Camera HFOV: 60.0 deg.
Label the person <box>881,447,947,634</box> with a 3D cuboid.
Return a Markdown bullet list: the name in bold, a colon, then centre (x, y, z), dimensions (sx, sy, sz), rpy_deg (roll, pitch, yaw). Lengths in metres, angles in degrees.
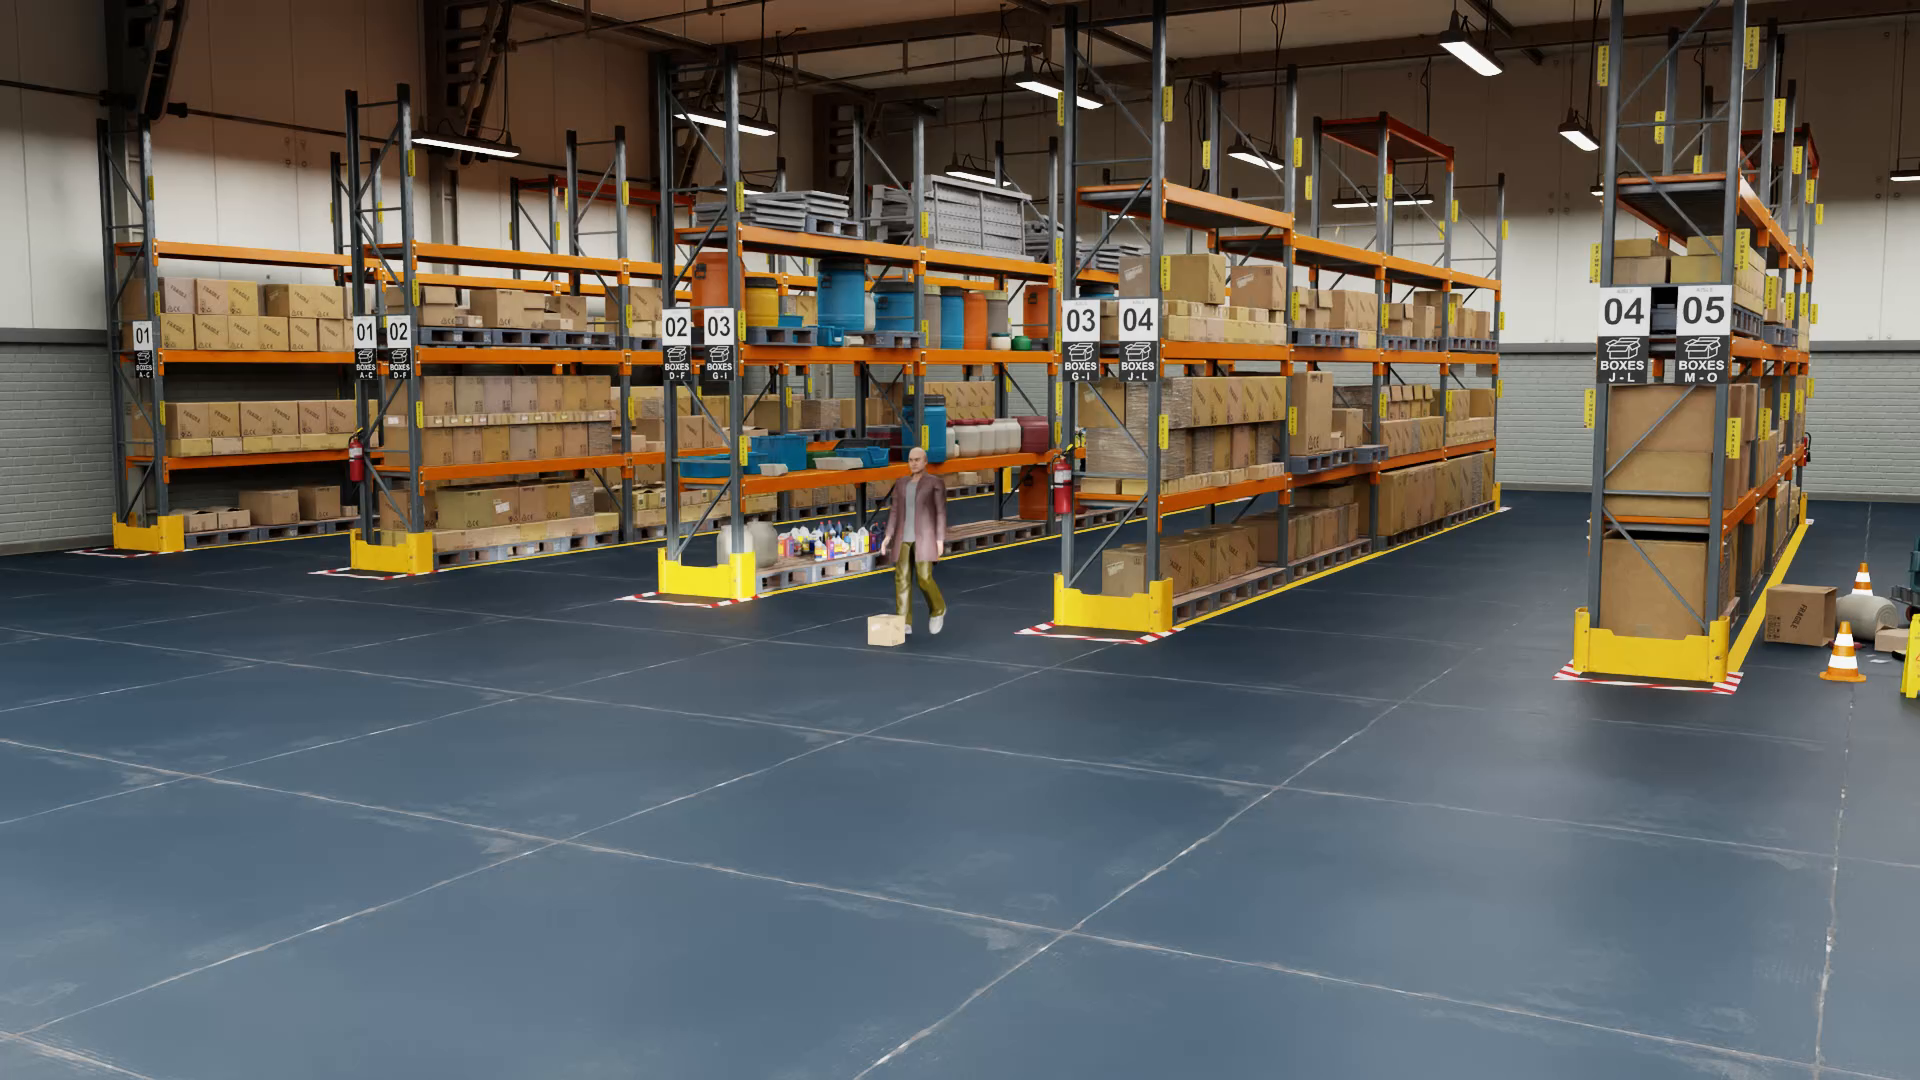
- **person**: centre (-0.437, 0.011, 15.755), dimensions (0.608, 1.770, 0.680), rpy_deg (3, 7, 27)
